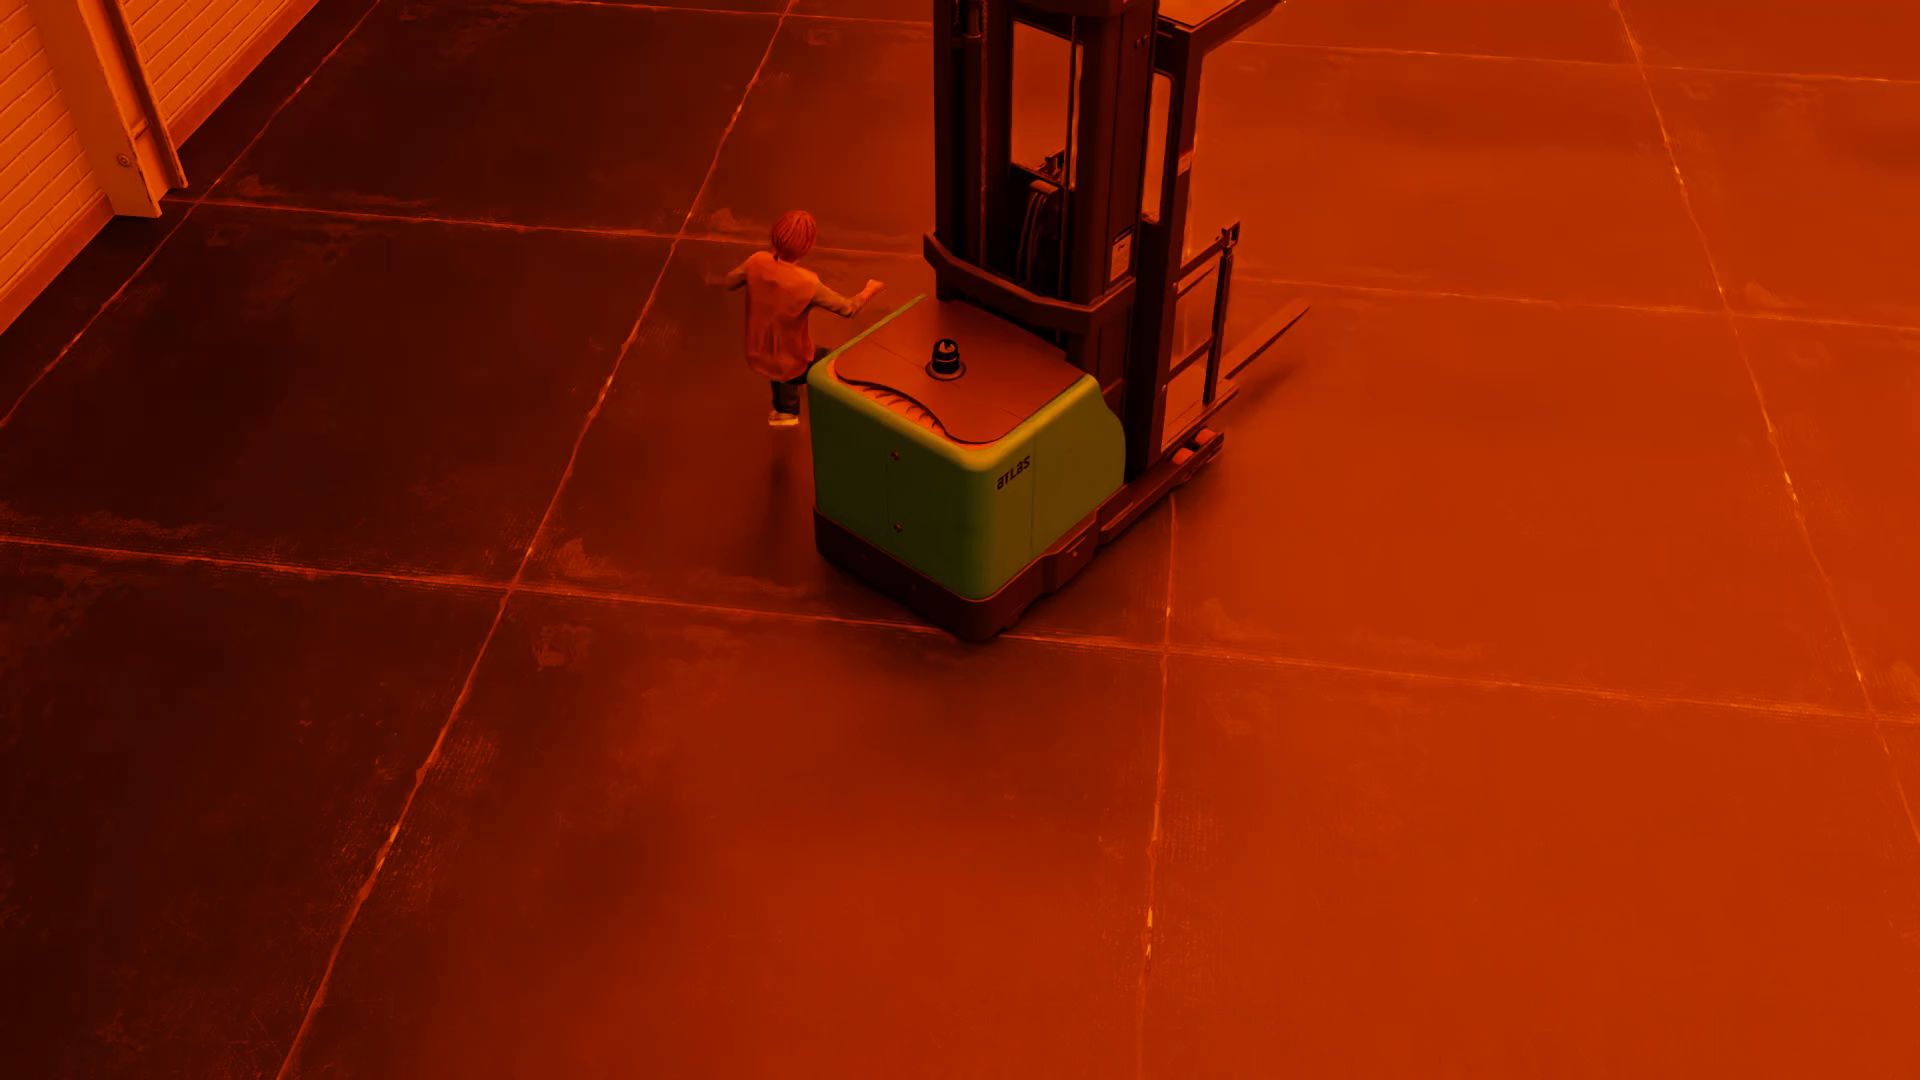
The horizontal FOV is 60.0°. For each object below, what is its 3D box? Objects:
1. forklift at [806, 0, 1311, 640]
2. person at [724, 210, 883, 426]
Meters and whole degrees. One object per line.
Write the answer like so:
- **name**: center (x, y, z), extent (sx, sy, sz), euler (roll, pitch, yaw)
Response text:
- **forklift**: center (0.661, -1.566, 7.429), extent (1.130, 2.935, 3.031), euler (30, 50, 28)
- **person**: center (-0.735, -1.020, 7.974), extent (0.762, 1.413, 0.681), euler (18, 46, 19)
